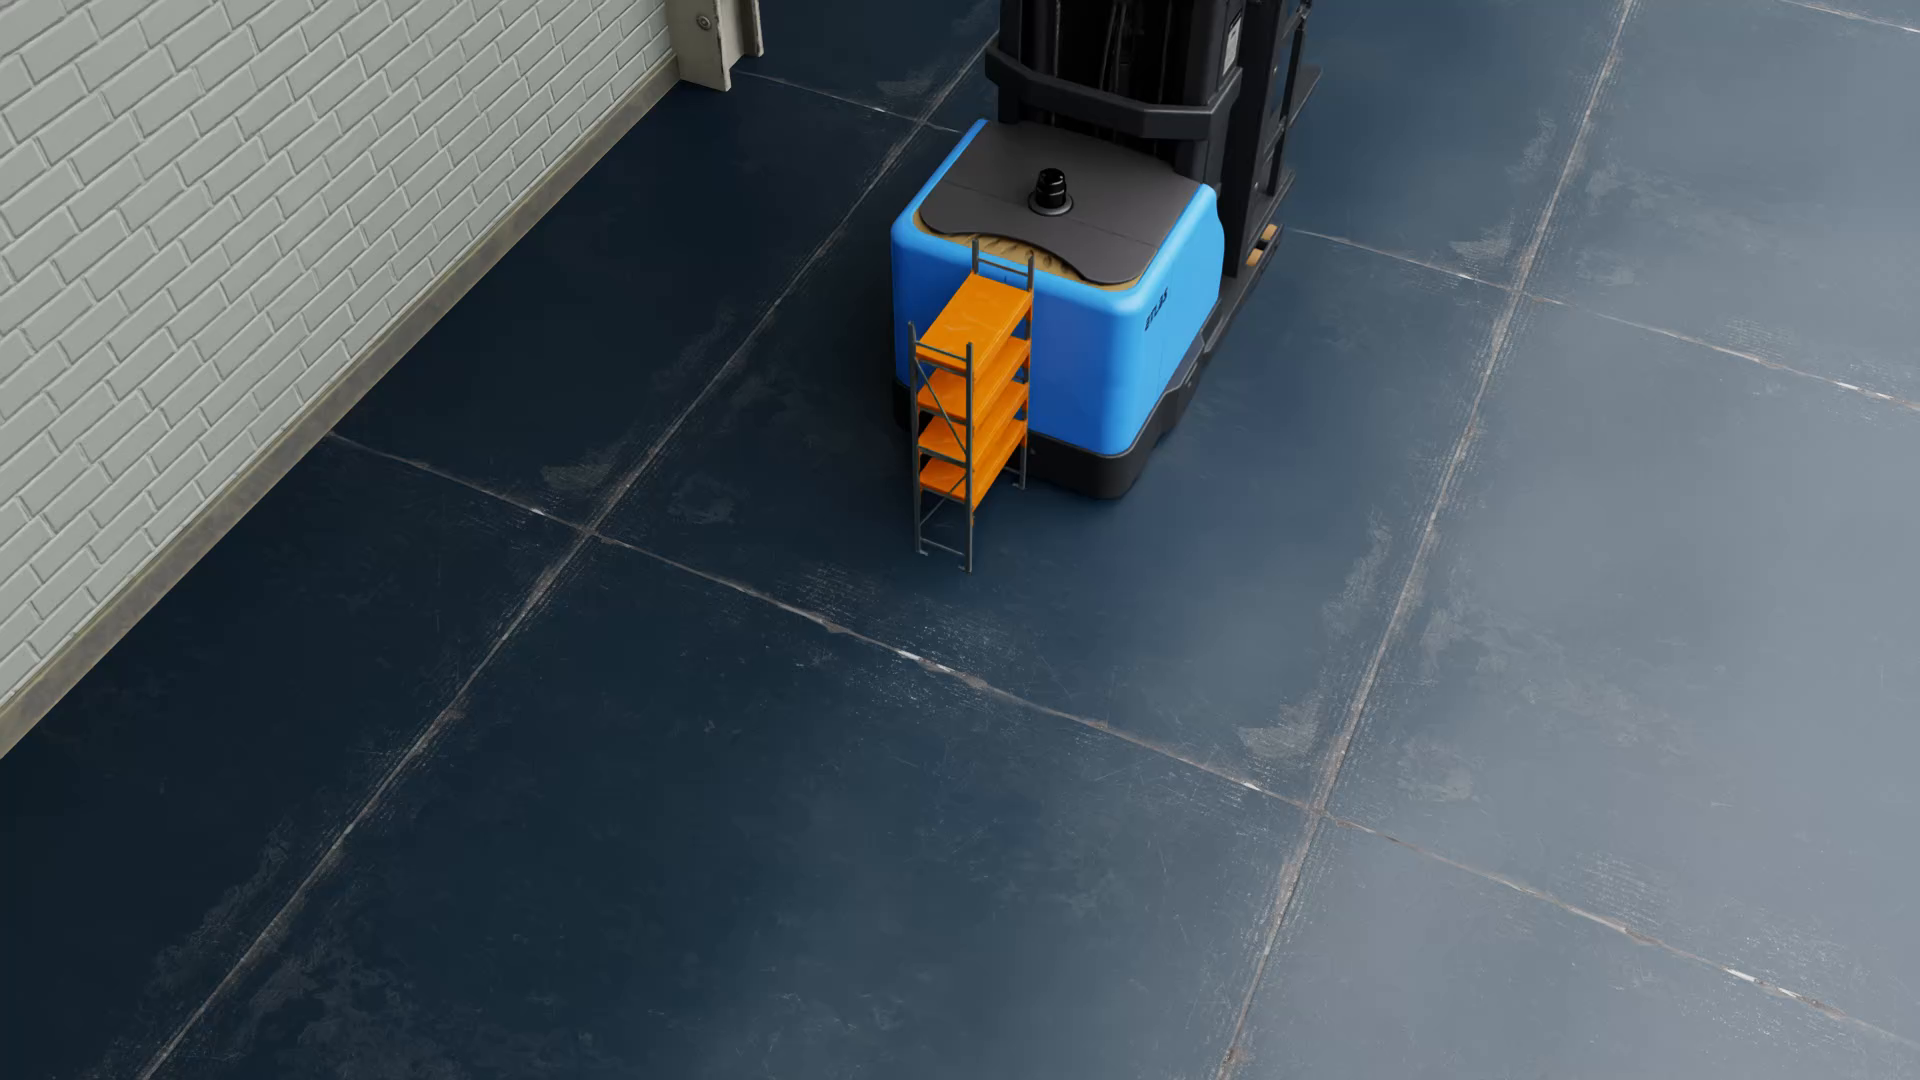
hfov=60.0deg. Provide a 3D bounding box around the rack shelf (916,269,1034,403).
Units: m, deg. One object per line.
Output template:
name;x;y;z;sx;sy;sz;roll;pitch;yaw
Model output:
rack shelf;0.044;-0.726;5.879;0.258;0.148;0.480;21;53;17

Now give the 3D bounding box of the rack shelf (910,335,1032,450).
rack shelf;0.044;-0.573;6.059;0.258;0.148;0.480;21;53;17

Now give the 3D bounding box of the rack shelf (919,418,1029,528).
rack shelf;0.044;-0.299;6.381;0.258;0.148;0.480;21;53;17

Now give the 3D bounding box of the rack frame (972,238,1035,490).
rack frame;0.154;-0.637;6.319;0.240;1.200;0.015;21;53;17

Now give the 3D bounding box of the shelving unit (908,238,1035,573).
shelving unit;0.044;-0.471;6.178;0.258;1.200;0.503;21;53;17

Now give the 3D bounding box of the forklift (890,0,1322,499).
forklift;0.831;-2.249;6.554;1.130;2.935;3.031;21;53;17

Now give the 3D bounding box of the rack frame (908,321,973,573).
rack frame;-0.066;-0.305;6.037;0.240;1.200;0.015;21;53;17

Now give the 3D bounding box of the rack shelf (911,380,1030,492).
rack shelf;0.044;-0.428;6.229;0.258;0.148;0.480;21;53;17

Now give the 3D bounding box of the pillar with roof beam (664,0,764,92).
pillar with roof beam;2.639;-3.998;4.059;9.100;9.000;0.400;20;52;16
